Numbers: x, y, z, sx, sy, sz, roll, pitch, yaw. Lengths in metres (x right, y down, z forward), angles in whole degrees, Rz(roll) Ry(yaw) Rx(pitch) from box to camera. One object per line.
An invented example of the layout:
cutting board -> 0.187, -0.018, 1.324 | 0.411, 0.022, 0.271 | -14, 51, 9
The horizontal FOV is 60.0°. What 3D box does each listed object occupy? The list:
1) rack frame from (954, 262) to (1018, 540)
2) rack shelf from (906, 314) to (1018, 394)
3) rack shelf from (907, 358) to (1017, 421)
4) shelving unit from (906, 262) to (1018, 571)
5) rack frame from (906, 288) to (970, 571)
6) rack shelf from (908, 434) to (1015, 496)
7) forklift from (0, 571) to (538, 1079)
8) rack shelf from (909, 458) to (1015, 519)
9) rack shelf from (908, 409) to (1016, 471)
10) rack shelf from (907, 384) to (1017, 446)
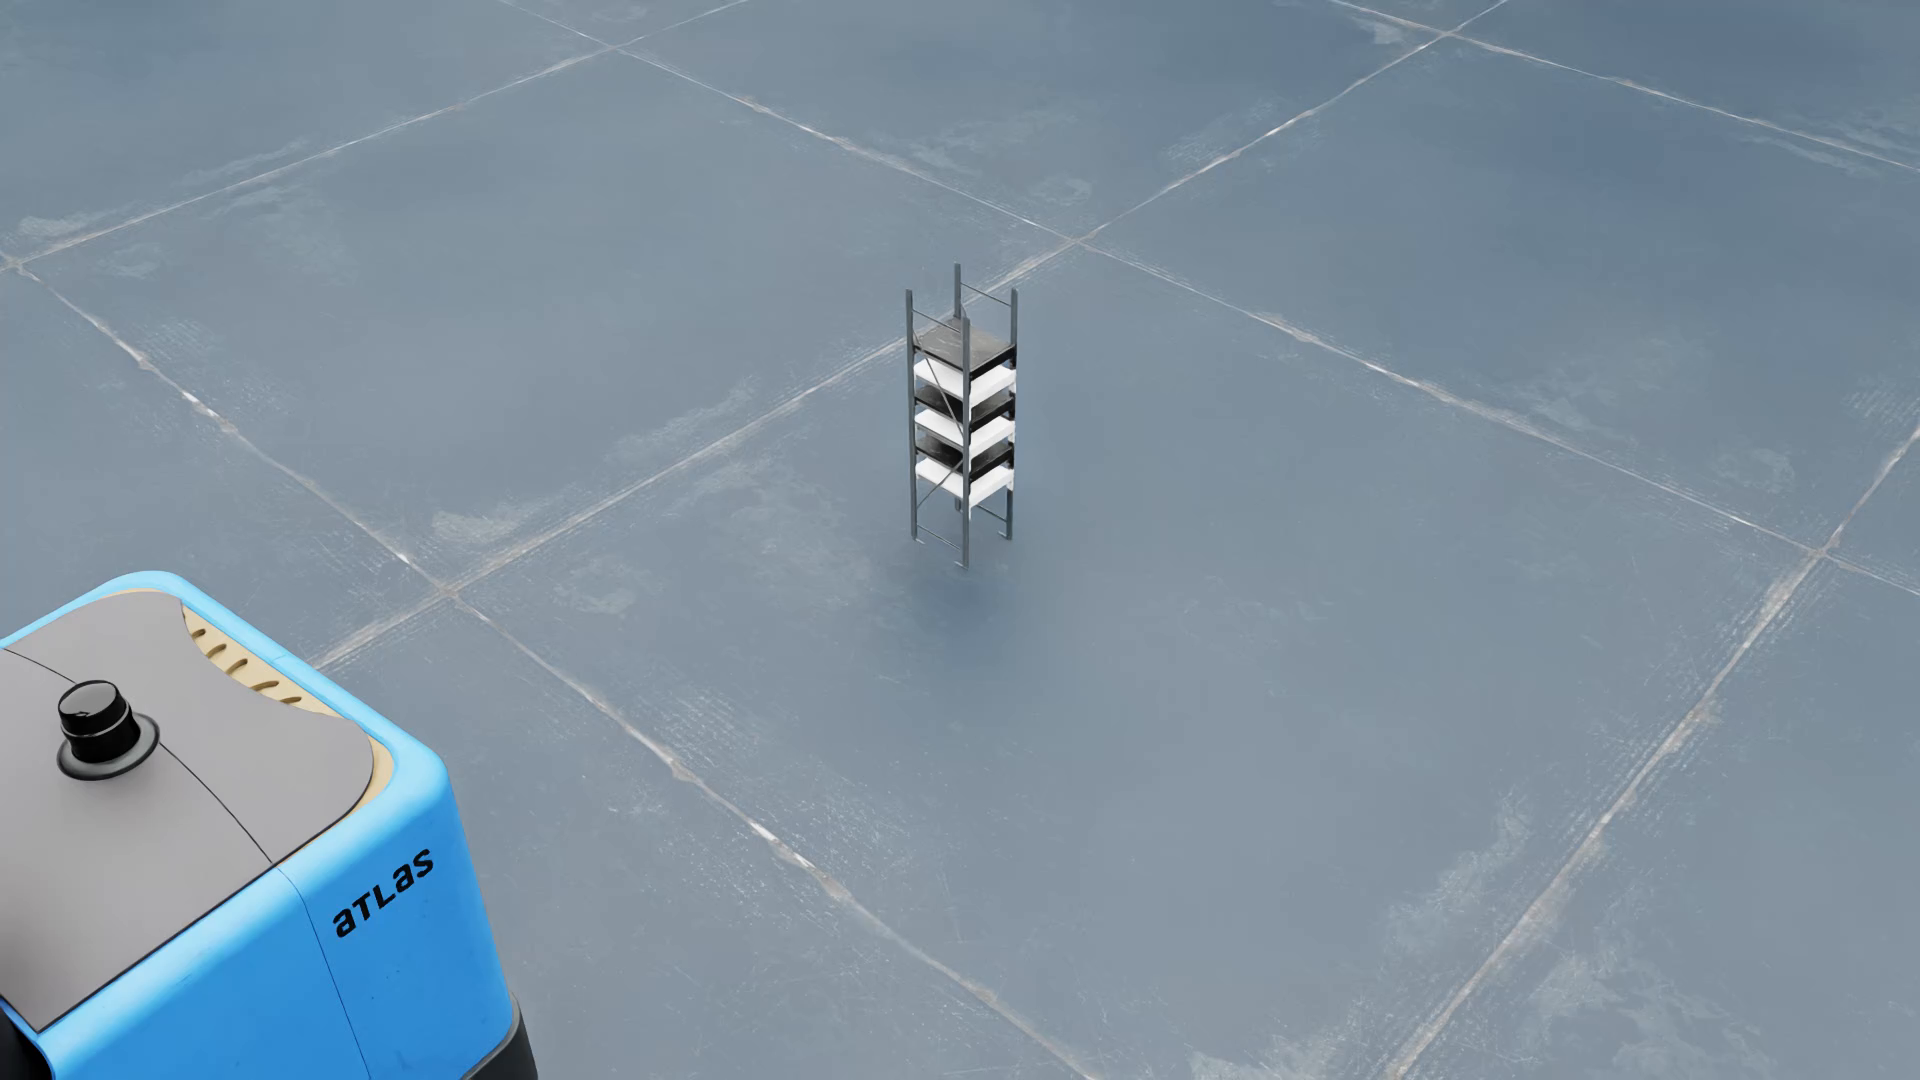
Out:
rack frame -> 0.074, -0.403, 5.033 | 0.240, 0.900, 0.006 | 30, 47, 32
rack shelf -> 0.005, -0.541, 4.827 | 0.258, 0.077, 0.200 | 30, 47, 32
rack shelf -> 0.005, -0.471, 4.883 | 0.258, 0.077, 0.200 | 30, 47, 32
shelving unit -> 0.005, -0.356, 4.975 | 0.258, 0.900, 0.210 | 30, 47, 32
rack frame -> -0.063, -0.309, 4.916 | 0.240, 0.900, 0.006 | 30, 47, 32
rack shelf -> 0.005, -0.259, 5.051 | 0.258, 0.077, 0.200 | 30, 47, 32
forklift -> -2.221, 0.640, 2.090 | 1.130, 2.935, 3.031 | 26, 45, 29
rack shelf -> 0.005, -0.189, 5.107 | 0.258, 0.077, 0.200 | 30, 47, 32
rack shelf -> 0.005, -0.330, 4.995 | 0.258, 0.077, 0.200 | 30, 47, 32
rack shelf -> 0.005, -0.400, 4.939 | 0.258, 0.077, 0.200 | 30, 47, 32
